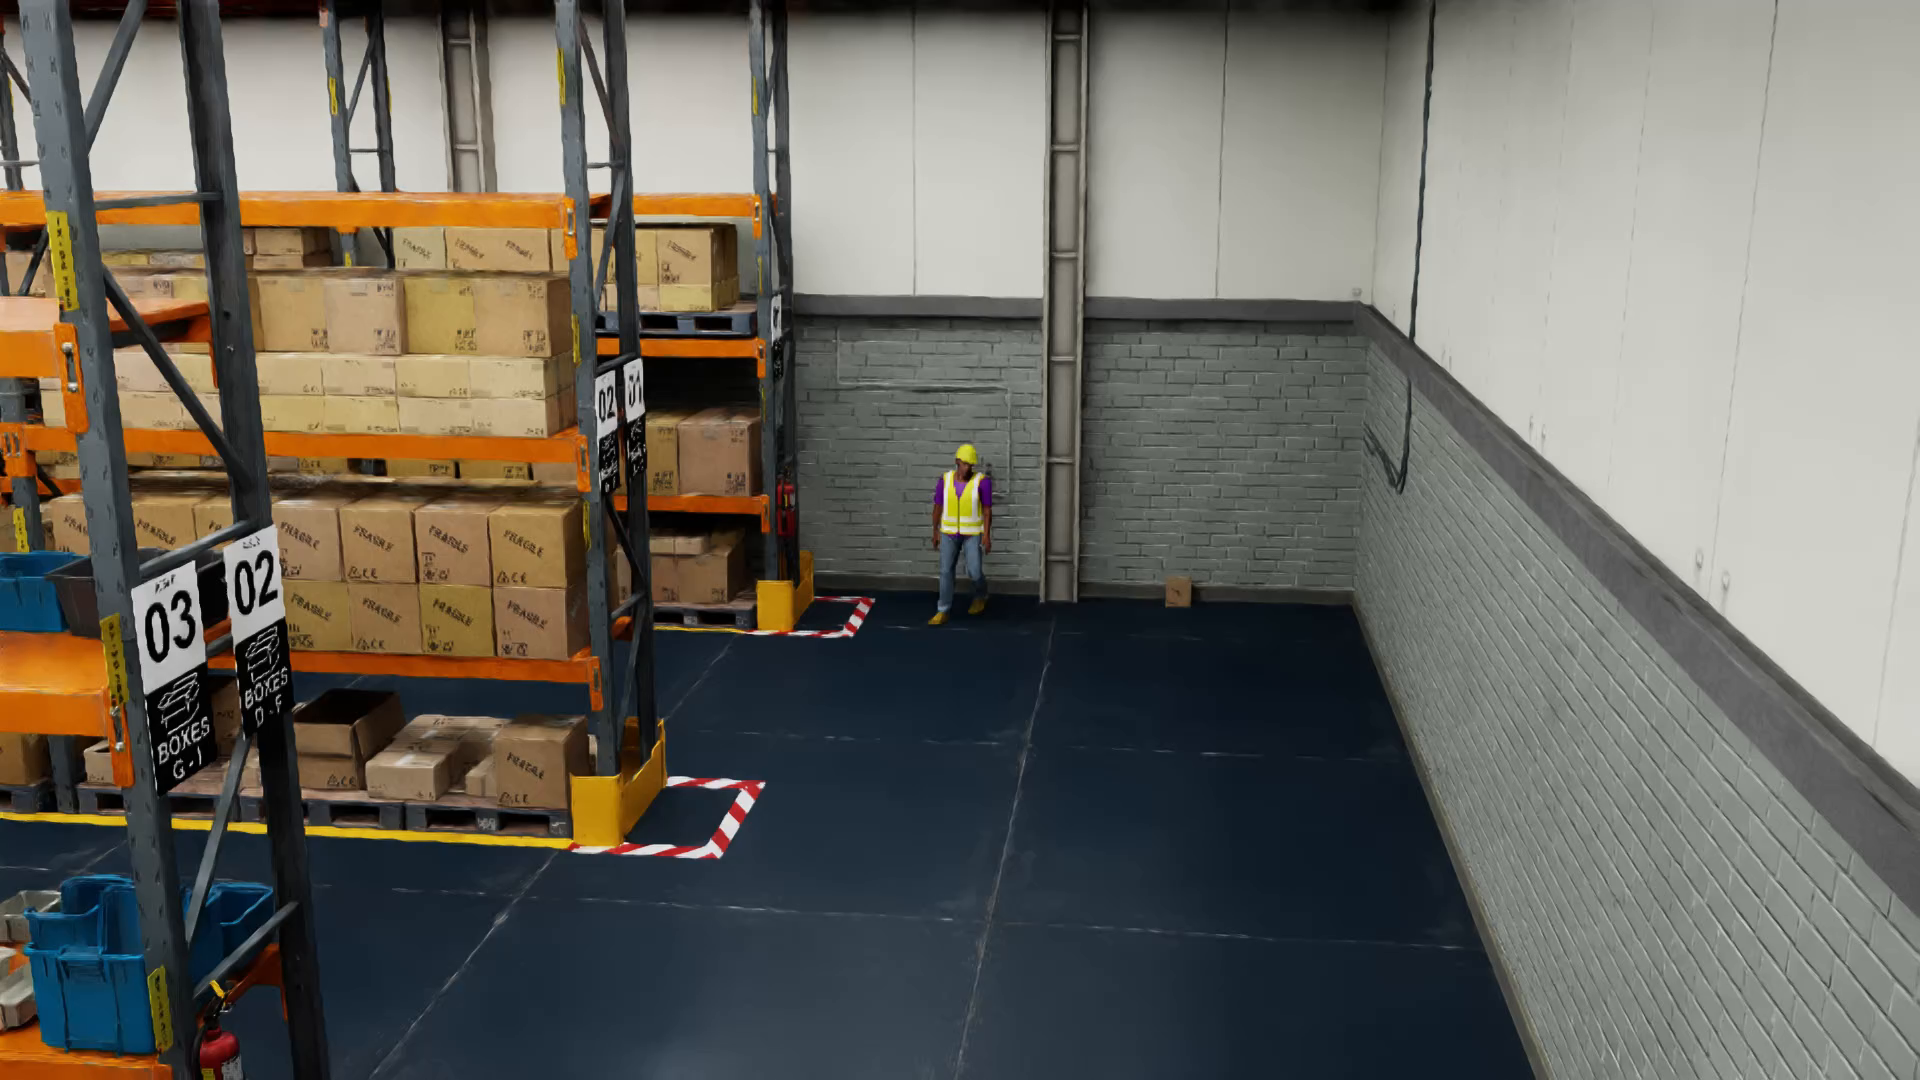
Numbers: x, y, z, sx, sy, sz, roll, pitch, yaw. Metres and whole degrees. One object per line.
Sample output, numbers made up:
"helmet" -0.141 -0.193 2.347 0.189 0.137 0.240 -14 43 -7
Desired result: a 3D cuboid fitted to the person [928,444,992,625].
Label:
"person" 0.020 -0.064 16.172 0.608 1.756 0.580 4 15 14
